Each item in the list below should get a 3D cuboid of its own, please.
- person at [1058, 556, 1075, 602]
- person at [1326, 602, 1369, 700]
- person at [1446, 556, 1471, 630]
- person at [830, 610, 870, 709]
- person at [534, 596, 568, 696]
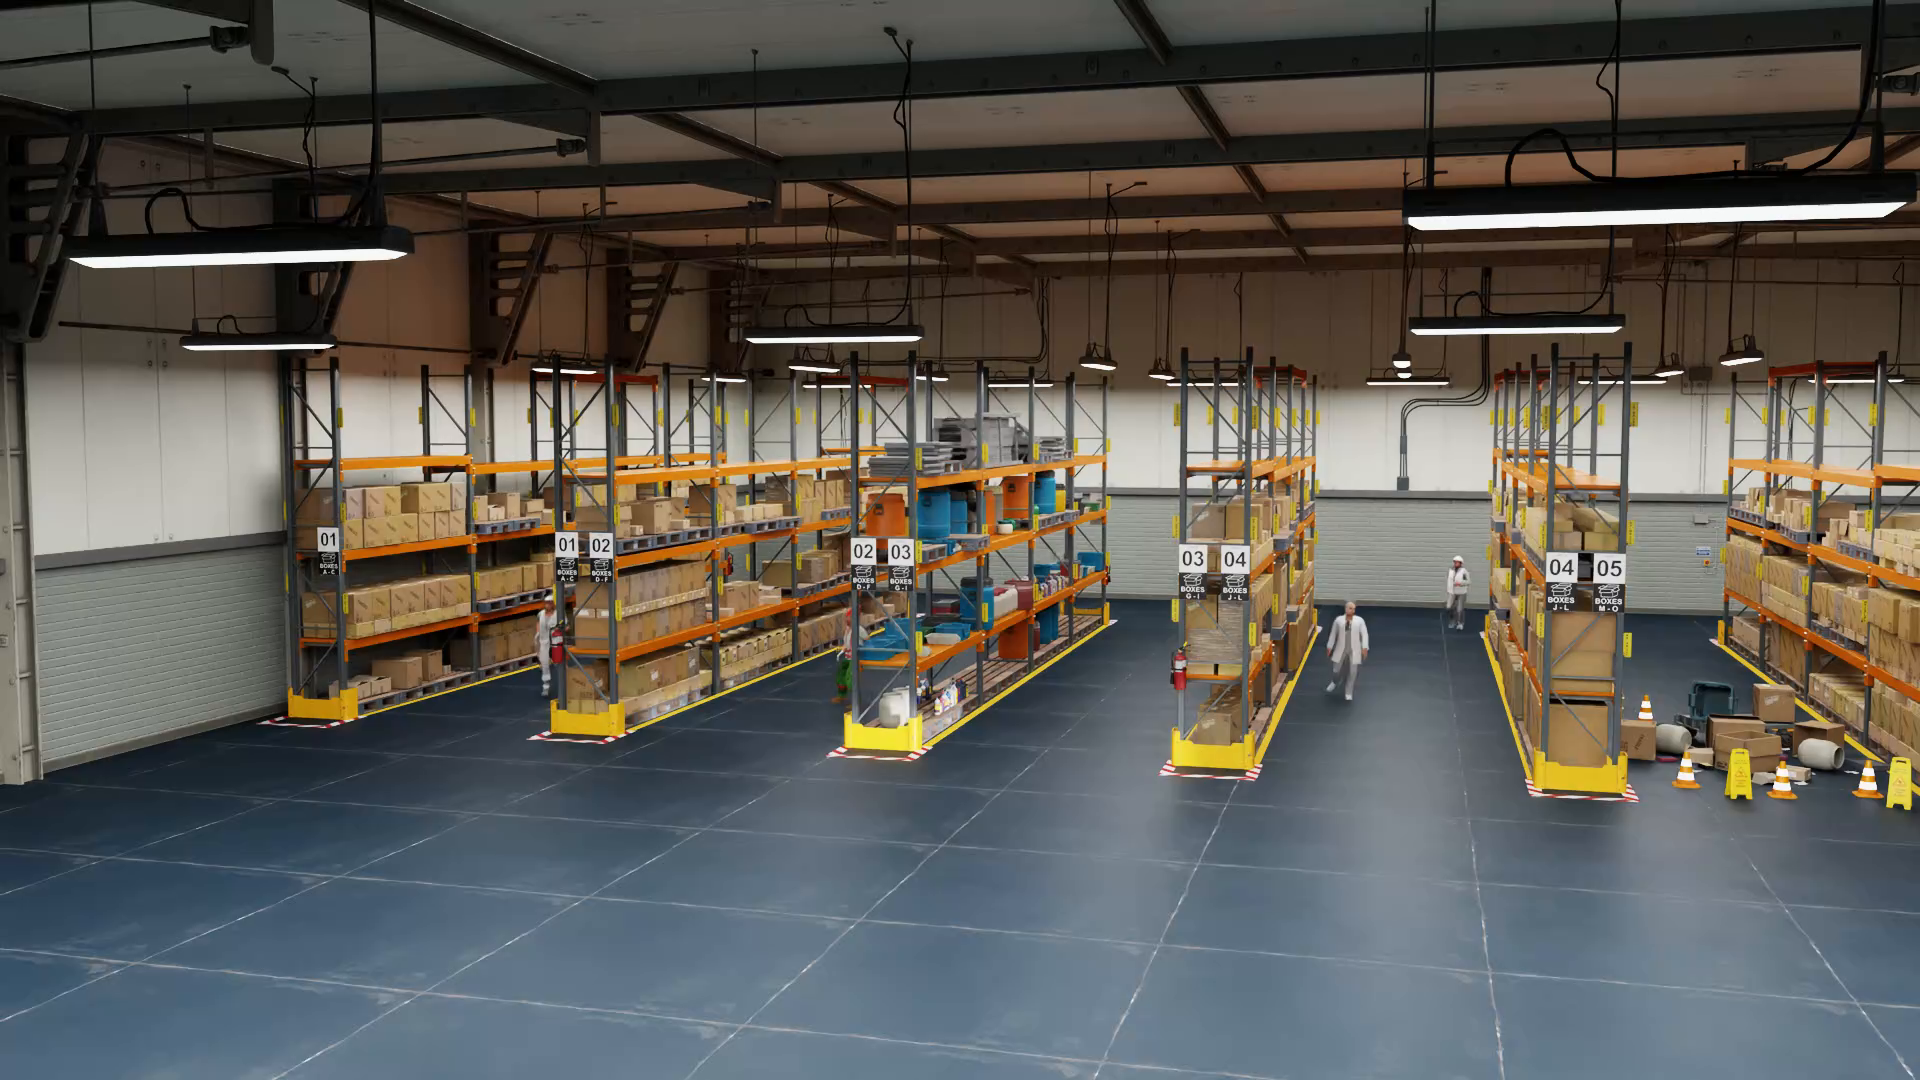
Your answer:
[{"bbox_3d":[2.495,1.146,41.629,0.839,1.642,0.591,1,4,17],"label":"person"},{"bbox_3d":[6.895,1.954,29.581,0.749,1.744,0.719,1,4,16],"label":"person"},{"bbox_3d":[11.678,1.251,39.068,0.625,1.761,0.688,3,5,38],"label":"person"},{"bbox_3d":[-1.923,2.046,28.774,0.455,1.711,0.980,-3,5,-34],"label":"person"},{"bbox_3d":[-7.373,1.877,30.015,0.671,1.770,0.990,0,4,6],"label":"person"}]
